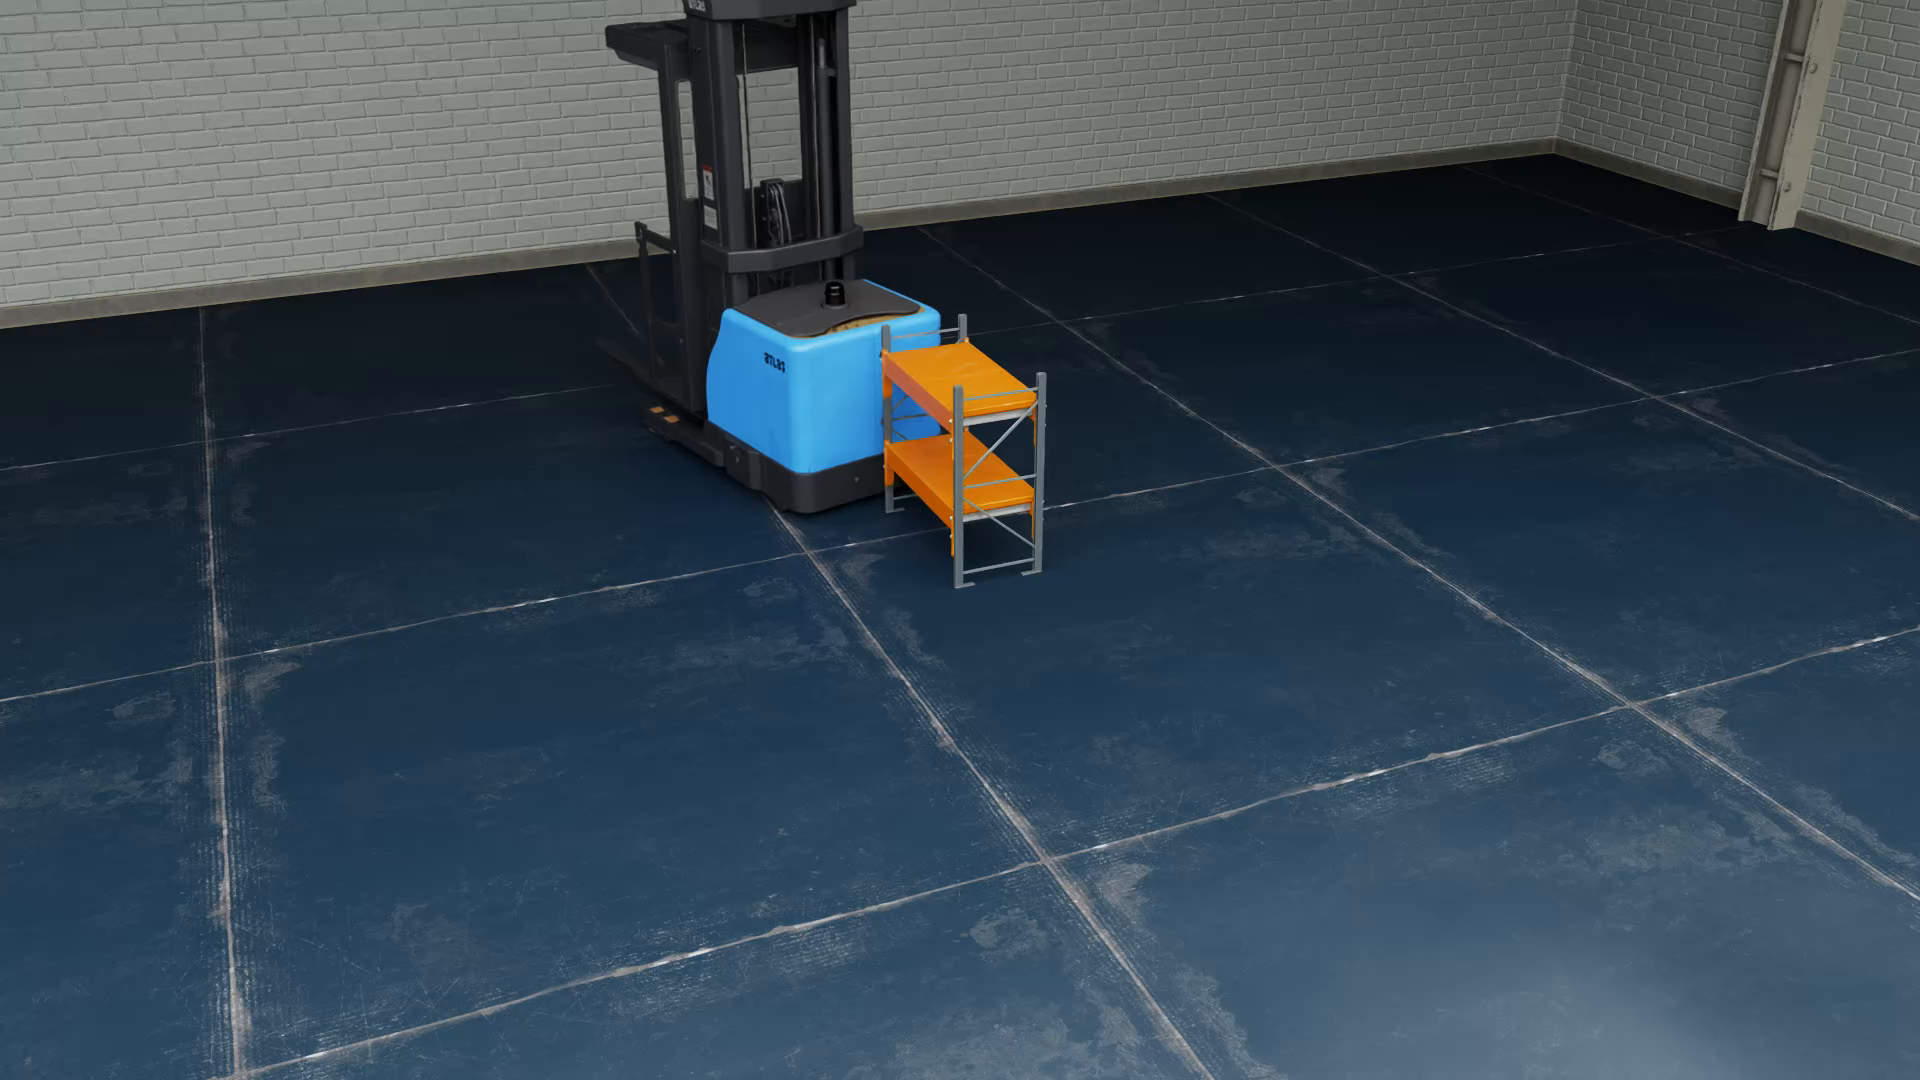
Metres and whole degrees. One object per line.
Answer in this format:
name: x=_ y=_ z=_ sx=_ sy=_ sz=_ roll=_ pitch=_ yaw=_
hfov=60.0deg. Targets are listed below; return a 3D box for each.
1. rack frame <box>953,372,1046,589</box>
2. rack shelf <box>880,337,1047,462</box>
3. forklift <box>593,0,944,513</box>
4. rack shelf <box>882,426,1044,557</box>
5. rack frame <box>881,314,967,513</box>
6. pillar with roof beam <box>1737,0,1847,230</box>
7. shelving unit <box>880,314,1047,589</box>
rack frame: x=0.202 y=-0.298 z=8.577 sx=0.500 sy=1.125 sz=0.032 roll=-11 pitch=28 yaw=-21
rack shelf: x=0.003 y=-0.766 z=8.869 sx=0.538 sy=0.278 sz=1.000 roll=-11 pitch=28 yaw=-21
forklift: x=-1.381 y=-2.053 z=10.115 sx=1.130 sy=2.935 sz=3.031 roll=-18 pitch=31 yaw=-33
rack shelf: x=0.003 y=-0.283 z=9.105 sx=0.538 sy=0.278 sz=1.000 roll=-11 pitch=28 yaw=-21
rack frame: x=-0.196 y=-0.708 z=9.418 sx=0.500 sy=1.125 sz=0.032 roll=-11 pitch=28 yaw=-21
pillar with roof beam: x=3.398 y=-6.195 z=11.682 sx=9.100 sy=9.000 sz=0.400 roll=-11 pitch=28 yaw=-21
shelving unit: x=0.003 y=-0.503 z=8.998 sx=0.538 sy=1.125 sz=1.048 roll=-11 pitch=28 yaw=-21
